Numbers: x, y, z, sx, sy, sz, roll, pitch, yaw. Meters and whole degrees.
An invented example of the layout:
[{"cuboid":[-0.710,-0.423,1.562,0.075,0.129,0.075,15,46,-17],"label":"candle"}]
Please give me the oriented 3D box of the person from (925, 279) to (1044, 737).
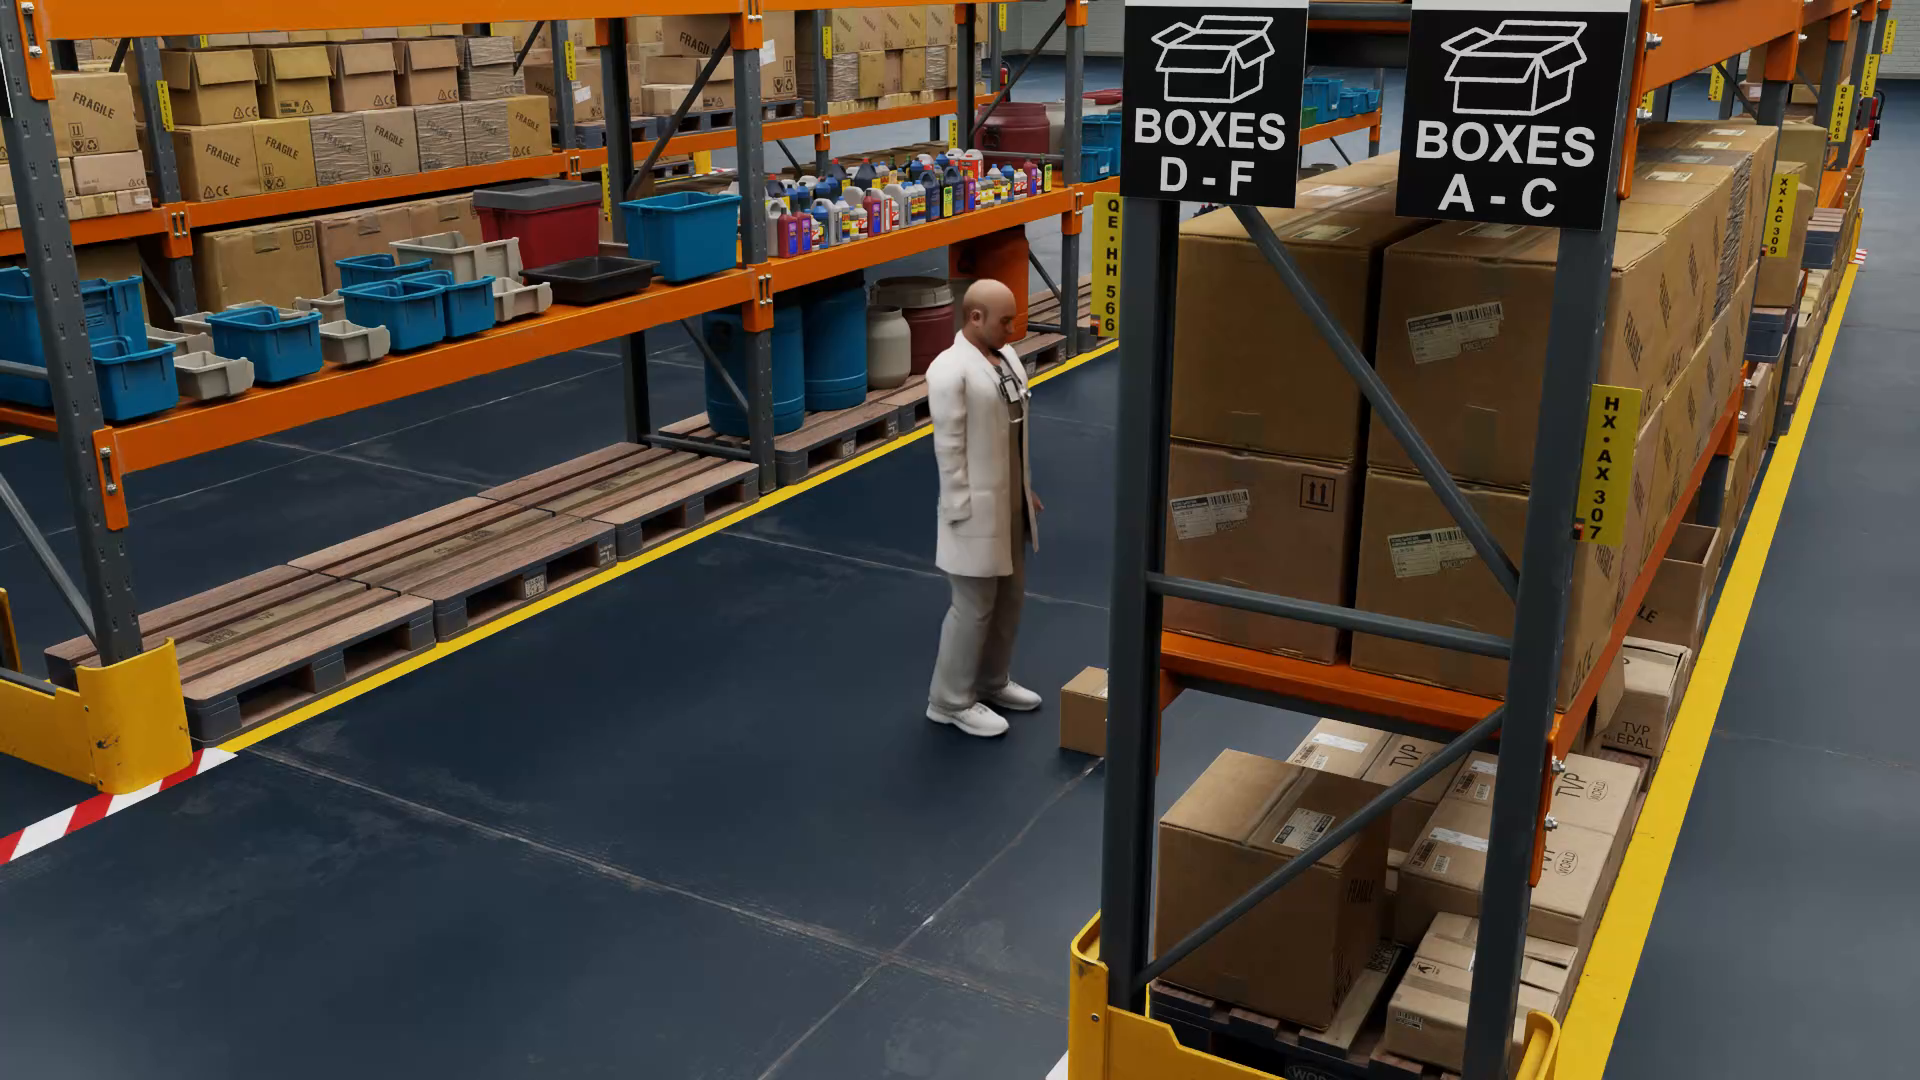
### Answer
[{"cuboid":[0.111,-0.135,6.493,0.377,1.774,0.562,11,22,29],"label":"person"}]
